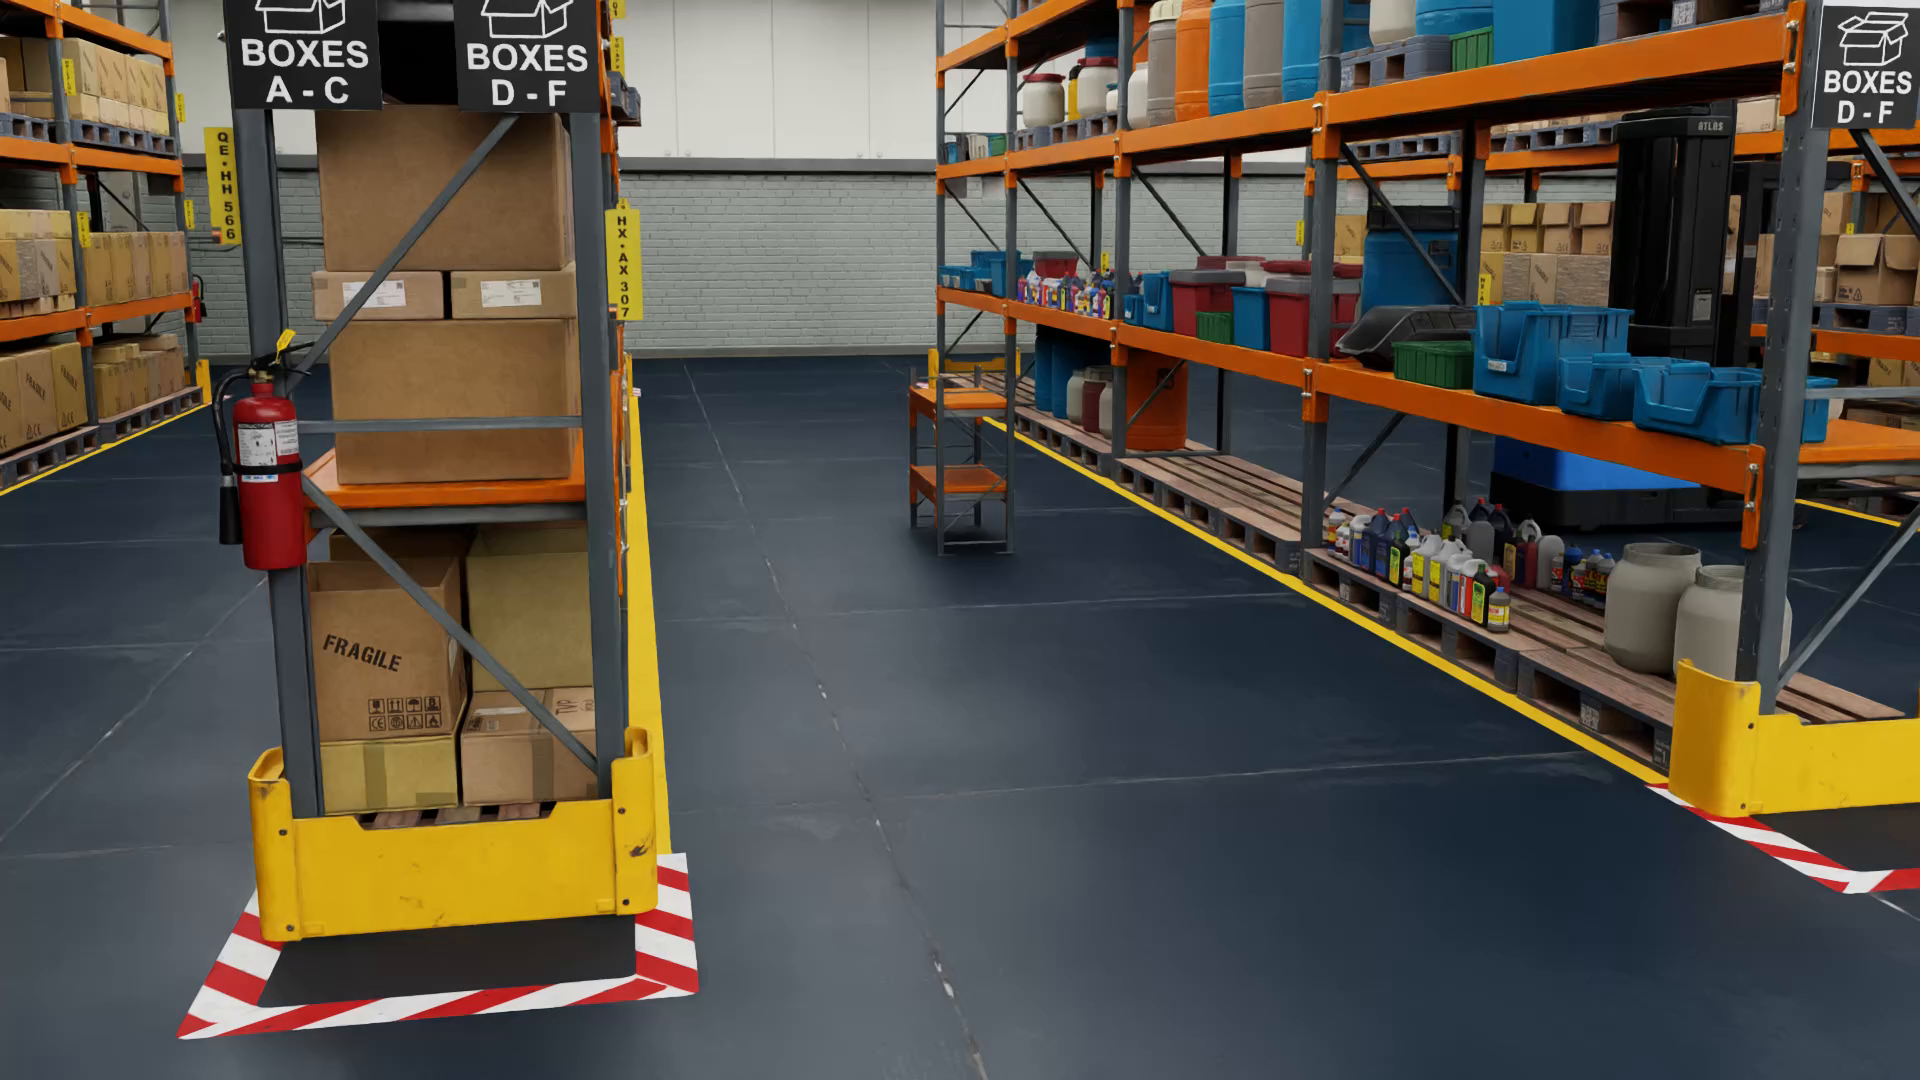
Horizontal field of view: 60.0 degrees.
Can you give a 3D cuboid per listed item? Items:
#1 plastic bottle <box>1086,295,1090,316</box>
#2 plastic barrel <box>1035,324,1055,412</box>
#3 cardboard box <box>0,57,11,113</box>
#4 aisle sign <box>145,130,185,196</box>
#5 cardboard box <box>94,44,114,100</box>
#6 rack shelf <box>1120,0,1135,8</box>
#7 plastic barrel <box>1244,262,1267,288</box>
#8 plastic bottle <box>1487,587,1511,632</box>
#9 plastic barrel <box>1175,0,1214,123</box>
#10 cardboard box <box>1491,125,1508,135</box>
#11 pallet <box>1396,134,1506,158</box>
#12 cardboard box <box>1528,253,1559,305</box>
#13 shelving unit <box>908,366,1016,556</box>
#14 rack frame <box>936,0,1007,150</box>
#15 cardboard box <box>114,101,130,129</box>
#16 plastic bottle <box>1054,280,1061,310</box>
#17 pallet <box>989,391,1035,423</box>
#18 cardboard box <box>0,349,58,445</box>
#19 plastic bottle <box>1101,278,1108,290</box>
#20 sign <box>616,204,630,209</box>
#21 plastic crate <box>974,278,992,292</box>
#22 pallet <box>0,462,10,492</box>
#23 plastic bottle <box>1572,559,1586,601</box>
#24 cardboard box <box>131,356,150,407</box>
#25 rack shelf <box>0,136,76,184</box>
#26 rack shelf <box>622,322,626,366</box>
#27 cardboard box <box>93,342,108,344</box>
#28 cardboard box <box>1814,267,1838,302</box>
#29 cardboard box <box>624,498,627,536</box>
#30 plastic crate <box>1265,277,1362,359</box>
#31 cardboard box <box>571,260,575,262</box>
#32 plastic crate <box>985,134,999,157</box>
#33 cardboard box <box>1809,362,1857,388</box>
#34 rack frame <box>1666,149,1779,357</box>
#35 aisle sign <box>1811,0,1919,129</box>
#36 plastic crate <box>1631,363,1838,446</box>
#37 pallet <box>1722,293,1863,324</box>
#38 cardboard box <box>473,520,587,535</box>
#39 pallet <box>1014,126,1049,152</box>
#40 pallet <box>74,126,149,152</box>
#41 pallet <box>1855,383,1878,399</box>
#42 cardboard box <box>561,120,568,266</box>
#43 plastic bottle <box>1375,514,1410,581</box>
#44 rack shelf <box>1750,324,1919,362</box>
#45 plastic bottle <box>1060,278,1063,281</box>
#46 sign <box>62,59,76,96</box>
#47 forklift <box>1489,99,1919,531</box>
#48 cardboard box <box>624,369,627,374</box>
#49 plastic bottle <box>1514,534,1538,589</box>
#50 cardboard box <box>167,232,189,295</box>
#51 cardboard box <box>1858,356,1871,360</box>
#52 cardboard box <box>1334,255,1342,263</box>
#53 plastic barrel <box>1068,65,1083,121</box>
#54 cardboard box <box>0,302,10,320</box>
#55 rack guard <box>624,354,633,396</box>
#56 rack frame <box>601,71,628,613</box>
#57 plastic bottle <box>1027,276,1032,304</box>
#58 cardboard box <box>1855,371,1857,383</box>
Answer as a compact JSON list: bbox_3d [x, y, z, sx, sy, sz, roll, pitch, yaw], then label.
[{"bbox_3d":[1.154,-2.062,14.539,0.097,0.201,0.097,0,11,0],"label":"plastic bottle"},{"bbox_3d":[1.069,-1.792,17.078,0.600,0.901,0.708,-2,11,-11],"label":"plastic barrel"},{"bbox_3d":[-8.675,-3.930,14.356,0.700,0.500,0.500,-3,11,-14],"label":"cardboard box"},{"bbox_3d":[-9.236,-4.391,19.294,0.394,0.787,0.004,-2,11,-11],"label":"aisle sign"},{"bbox_3d":[-8.708,-4.615,16.405,0.500,0.500,0.500,-2,11,-12],"label":"cardboard box"},{"bbox_3d":[2.147,-4.014,11.210,1.077,0.370,4.000,-2,11,-11],"label":"rack shelf"},{"bbox_3d":[2.249,-1.780,12.227,0.421,0.512,0.421,0,11,0],"label":"plastic barrel"},{"bbox_3d":[2.526,0.322,7.792,0.097,0.201,0.097,0,11,0],"label":"plastic bottle"},{"bbox_3d":[1.832,-3.389,11.810,0.600,0.830,0.708,-2,11,-11],"label":"plastic barrel"},{"bbox_3d":[5.961,-4.520,17.509,0.700,0.500,0.500,-2,11,-10],"label":"cardboard box"},{"bbox_3d":[5.689,-4.477,18.913,1.003,0.211,1.213,-2,11,-11],"label":"pallet"},{"bbox_3d":[5.984,-2.574,16.431,0.500,0.500,0.500,-2,11,-10],"label":"cardboard box"},{"bbox_3d":[-0.001,-0.554,11.098,0.538,1.125,1.048,-2,11,-11],"label":"shelving unit"},{"bbox_3d":[0.202,-6.398,20.742,1.000,3.000,0.127,-2,11,-11],"label":"rack frame"},{"bbox_3d":[-8.806,-4.336,16.943,0.500,0.250,0.500,-2,11,-13],"label":"cardboard box"},{"bbox_3d":[0.936,-2.302,15.615,0.097,0.271,0.097,0,11,0],"label":"plastic bottle"},{"bbox_3d":[0.799,-1.480,18.410,1.003,0.211,1.213,-2,11,-11],"label":"pallet"},{"bbox_3d":[-8.308,-1.229,14.260,0.750,0.750,0.750,-2,11,-9],"label":"cardboard box"},{"bbox_3d":[1.424,-2.426,16.263,0.097,0.271,0.097,0,11,0],"label":"plastic bottle"},{"bbox_3d":[-2.558,-2.393,12.652,0.100,0.325,0.005,-2,11,-11],"label":"sign"},{"bbox_3d":[0.346,-2.925,19.088,0.293,0.136,0.466,-2,11,-11],"label":"plastic crate"},{"bbox_3d":[-8.040,-0.400,12.736,1.003,0.211,1.213,-2,11,-11],"label":"pallet"},{"bbox_3d":[3.161,0.199,8.434,0.097,0.201,0.097,0,11,0],"label":"plastic bottle"},{"bbox_3d":[-8.975,-1.662,17.470,0.700,0.500,0.500,-2,11,-10],"label":"cardboard box"},{"bbox_3d":[-8.349,-3.110,13.415,1.077,0.370,4.000,-2,11,-11],"label":"rack shelf"},{"bbox_3d":[-3.491,-1.817,14.646,1.077,0.370,4.000,-2,11,-11],"label":"rack shelf"},{"bbox_3d":[-9.205,-1.999,17.505,0.380,0.149,0.250,-2,11,-12],"label":"cardboard box"},{"bbox_3d":[6.716,-1.980,12.856,0.500,0.250,0.500,-2,11,-13],"label":"cardboard box"},{"bbox_3d":[-2.257,-0.103,9.943,0.500,0.250,0.500,-2,11,-10],"label":"cardboard box"},{"bbox_3d":[2.141,-1.359,10.142,0.402,0.464,0.583,-2,11,-11],"label":"plastic crate"},{"bbox_3d":[-1.663,-1.020,6.532,0.380,0.149,0.250,-2,11,-12],"label":"cardboard box"},{"bbox_3d":[0.489,-4.264,18.000,0.416,0.233,0.300,-2,11,-11],"label":"plastic crate"},{"bbox_3d":[6.889,-1.301,13.514,0.500,0.250,0.500,-1,11,-5],"label":"cardboard box"},{"bbox_3d":[6.616,-2.163,14.540,1.000,3.000,0.127,-2,11,-11],"label":"rack frame"},{"bbox_3d":[3.036,-1.769,5.516,0.394,0.787,0.004,-2,11,-11],"label":"aisle sign"},{"bbox_3d":[2.923,-0.524,6.324,0.499,0.251,0.616,-2,11,-11],"label":"plastic crate"},{"bbox_3d":[6.859,-1.942,13.892,1.213,0.211,1.003,-2,11,-11],"label":"pallet"},{"bbox_3d":[-1.641,0.150,6.610,0.500,0.500,0.500,-2,11,-11],"label":"cardboard box"},{"bbox_3d":[1.228,-3.957,16.449,1.213,0.211,1.003,-2,11,-11],"label":"pallet"},{"bbox_3d":[-9.121,-4.160,17.247,1.003,0.211,1.213,-2,11,-11],"label":"pallet"},{"bbox_3d":[10.558,-1.811,20.146,1.003,0.211,1.213,-2,11,-11],"label":"pallet"},{"bbox_3d":[-1.742,-1.215,5.821,0.700,0.500,0.500,-2,11,-12],"label":"cardboard box"},{"bbox_3d":[2.322,0.033,8.907,0.144,0.351,0.185,-3,11,-13],"label":"plastic bottle"},{"bbox_3d":[7.005,-1.443,12.680,1.077,0.370,4.000,-2,11,-11],"label":"rack shelf"},{"bbox_3d":[1.025,-2.393,16.078,0.152,0.276,0.135,-2,11,-11],"label":"plastic bottle"},{"bbox_3d":[-8.208,-4.260,15.310,0.100,0.325,0.005,-2,11,-11],"label":"sign"},{"bbox_3d":[5.461,-1.605,11.790,3.031,2.935,1.130,-2,11,-9],"label":"forklift"},{"bbox_3d":[-3.415,-1.355,15.799,0.500,0.500,0.500,-2,11,-11],"label":"cardboard box"},{"bbox_3d":[2.967,0.105,8.712,0.061,0.283,0.133,-2,11,-11],"label":"plastic bottle"},{"bbox_3d":[-9.407,-3.144,18.892,0.980,0.700,0.700,-2,11,-8],"label":"cardboard box"},{"bbox_3d":[10.859,-2.228,19.788,0.380,0.149,0.250,-2,11,-9],"label":"cardboard box"},{"bbox_3d":[4.996,-3.510,21.222,0.500,0.250,0.500,-2,11,-12],"label":"cardboard box"},{"bbox_3d":[1.356,-4.329,16.270,0.600,0.588,0.600,0,11,0],"label":"plastic barrel"},{"bbox_3d":[-8.150,-1.908,13.815,0.380,0.149,0.250,-2,11,-9],"label":"cardboard box"},{"bbox_3d":[-4.643,-2.029,20.521,1.175,0.500,0.348,-2,11,-11],"label":"rack guard"},{"bbox_3d":[-2.324,-1.070,8.797,1.000,3.000,0.127,-2,11,-11],"label":"rack frame"},{"bbox_3d":[0.718,-2.508,16.696,0.097,0.271,0.097,0,11,0],"label":"plastic bottle"},{"bbox_3d":[10.916,-1.992,20.141,0.380,0.149,0.250,-2,11,-9],"label":"cardboard box"}]
